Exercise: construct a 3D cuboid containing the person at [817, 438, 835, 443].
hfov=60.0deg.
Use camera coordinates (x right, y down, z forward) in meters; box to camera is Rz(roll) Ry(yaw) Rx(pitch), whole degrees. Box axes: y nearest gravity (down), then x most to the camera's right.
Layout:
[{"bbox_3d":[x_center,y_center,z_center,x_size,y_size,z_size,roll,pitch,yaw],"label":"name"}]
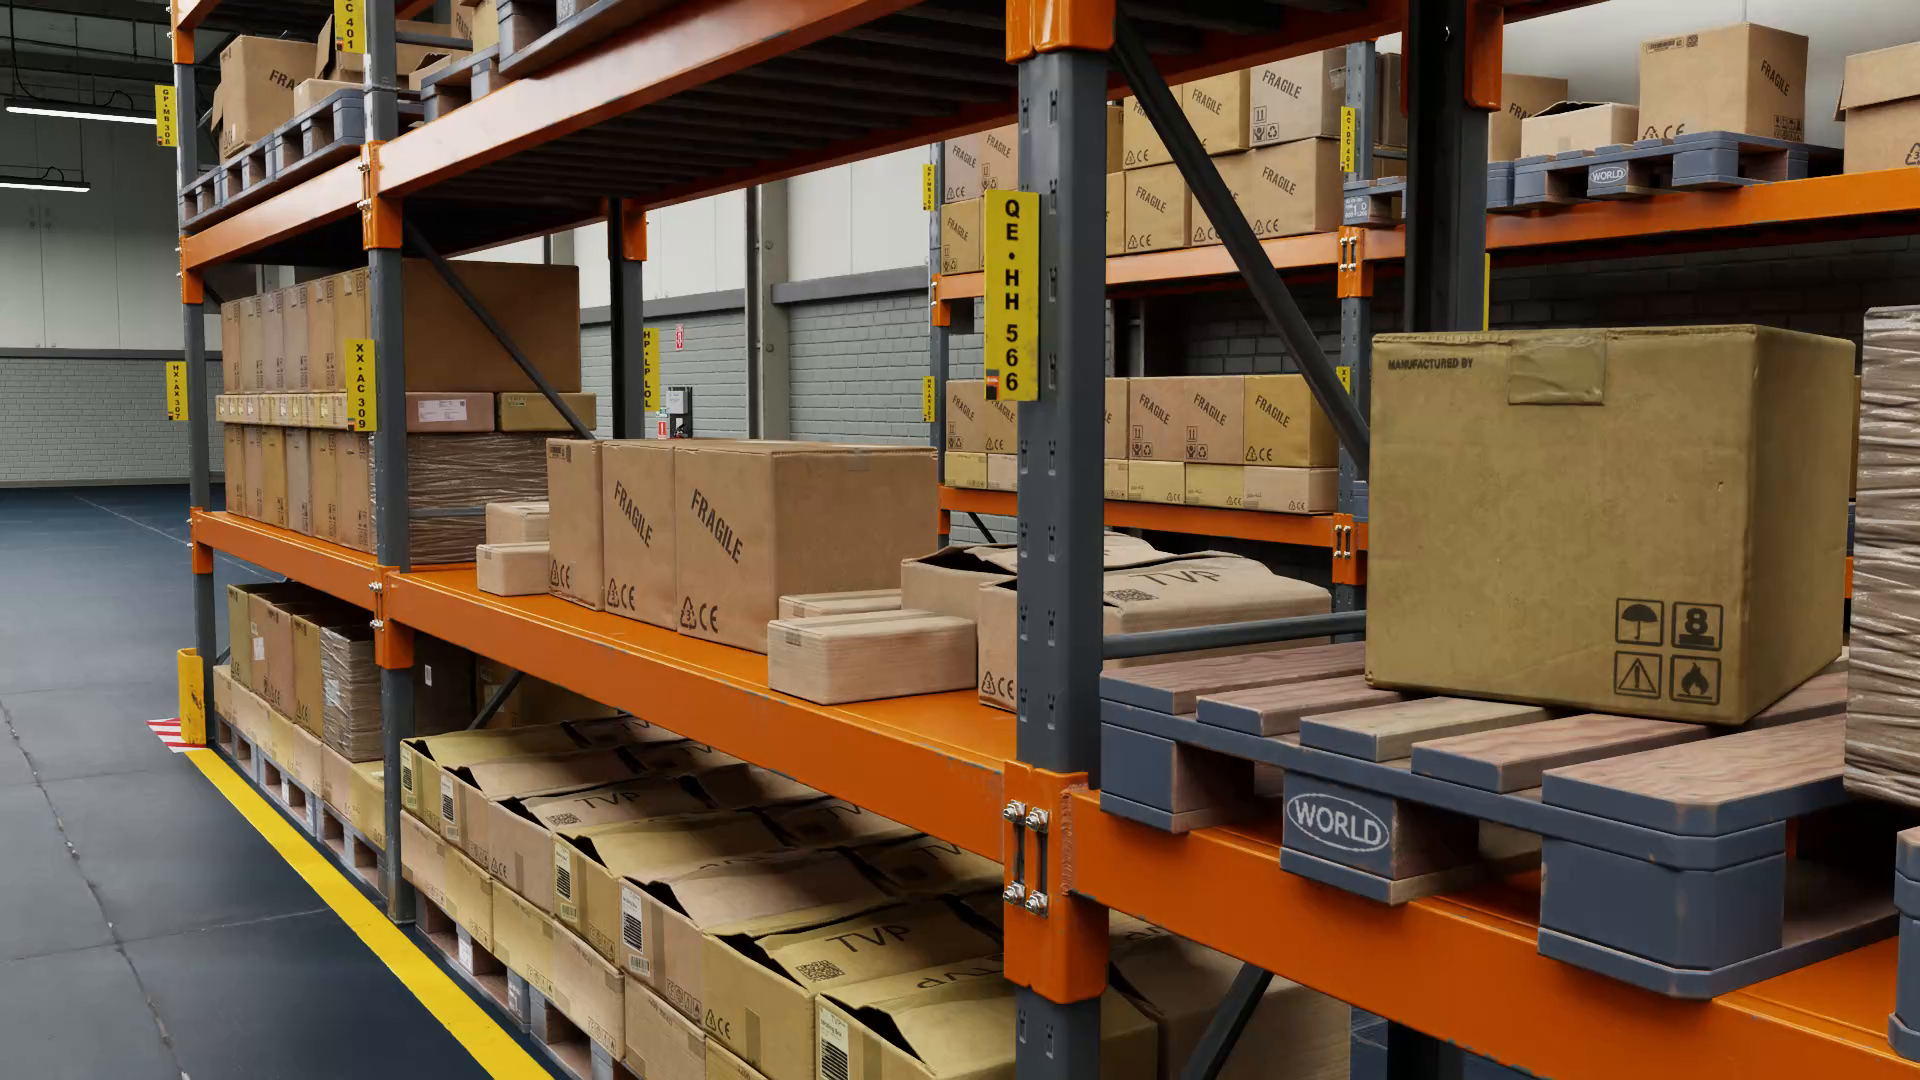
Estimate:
[{"bbox_3d":[-0.928,0.143,11.325,0.493,1.641,0.505,2,5,19],"label":"person"}]
